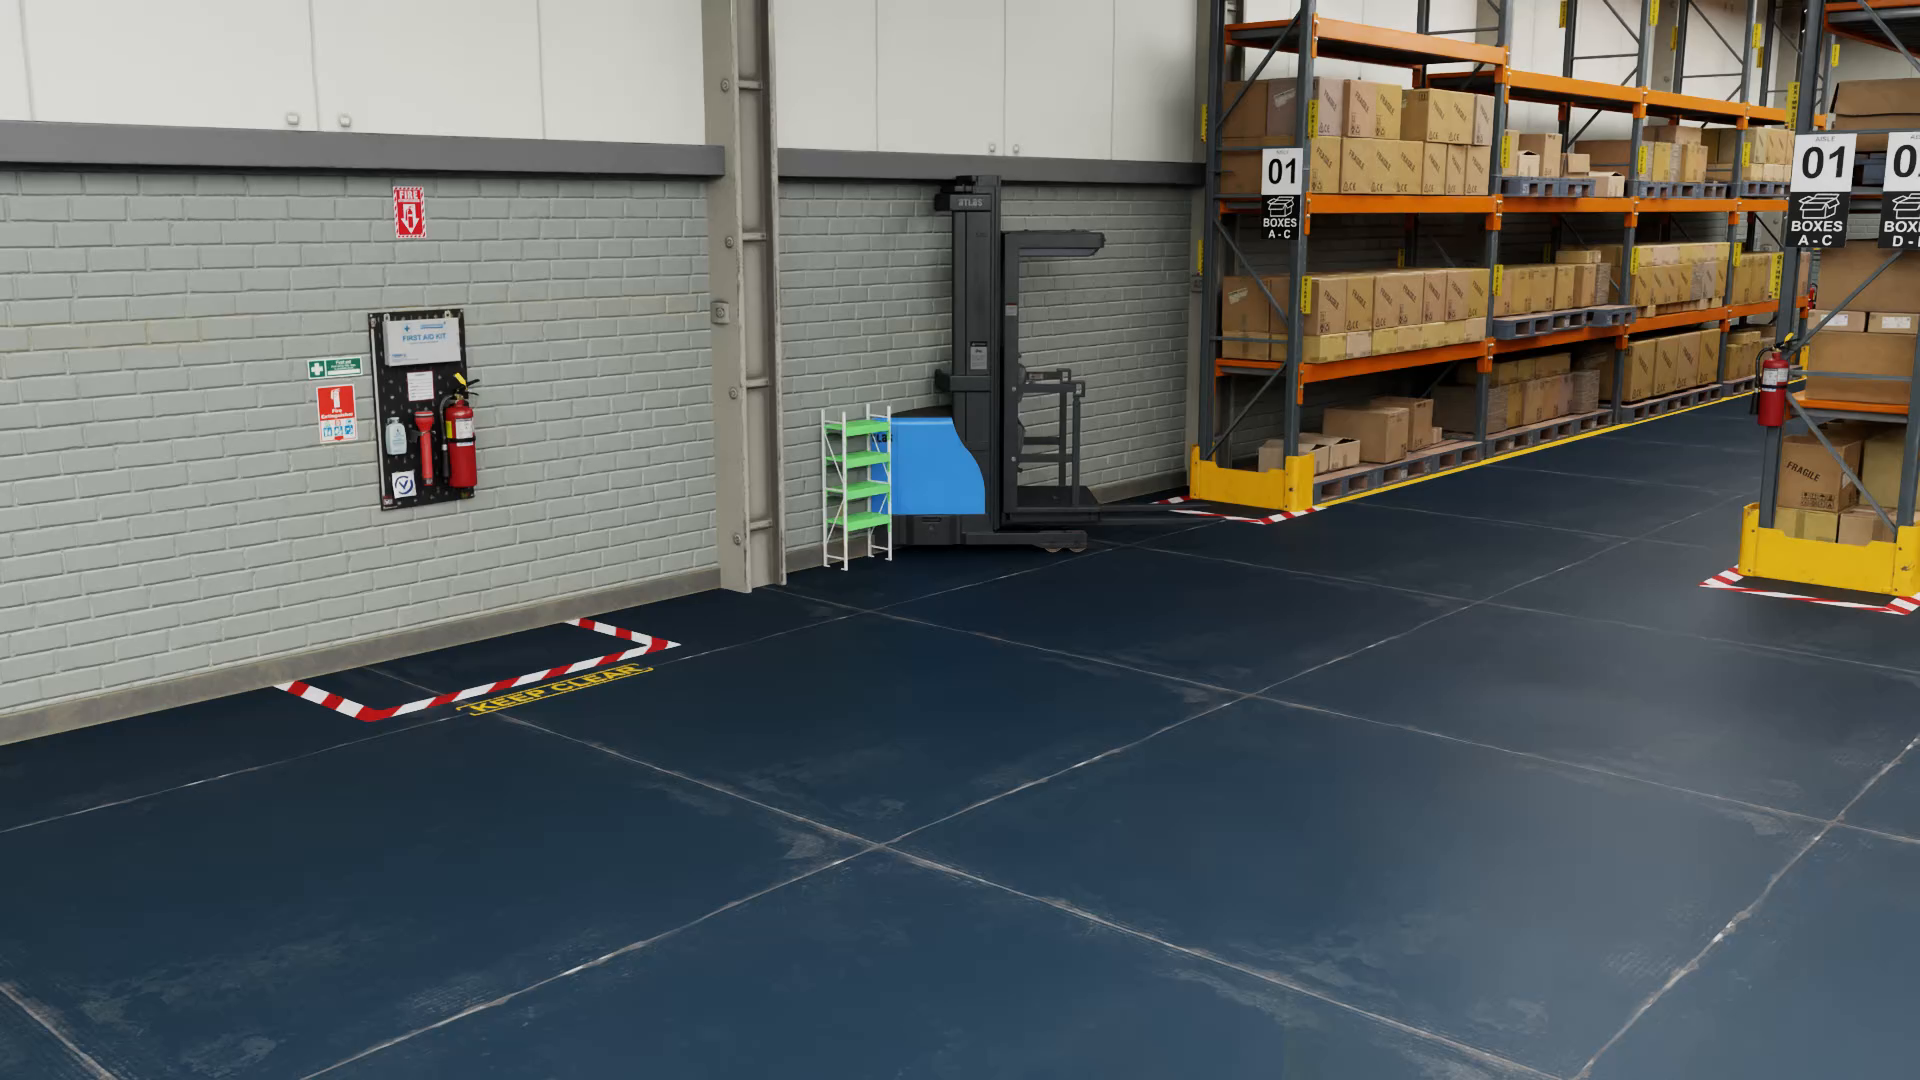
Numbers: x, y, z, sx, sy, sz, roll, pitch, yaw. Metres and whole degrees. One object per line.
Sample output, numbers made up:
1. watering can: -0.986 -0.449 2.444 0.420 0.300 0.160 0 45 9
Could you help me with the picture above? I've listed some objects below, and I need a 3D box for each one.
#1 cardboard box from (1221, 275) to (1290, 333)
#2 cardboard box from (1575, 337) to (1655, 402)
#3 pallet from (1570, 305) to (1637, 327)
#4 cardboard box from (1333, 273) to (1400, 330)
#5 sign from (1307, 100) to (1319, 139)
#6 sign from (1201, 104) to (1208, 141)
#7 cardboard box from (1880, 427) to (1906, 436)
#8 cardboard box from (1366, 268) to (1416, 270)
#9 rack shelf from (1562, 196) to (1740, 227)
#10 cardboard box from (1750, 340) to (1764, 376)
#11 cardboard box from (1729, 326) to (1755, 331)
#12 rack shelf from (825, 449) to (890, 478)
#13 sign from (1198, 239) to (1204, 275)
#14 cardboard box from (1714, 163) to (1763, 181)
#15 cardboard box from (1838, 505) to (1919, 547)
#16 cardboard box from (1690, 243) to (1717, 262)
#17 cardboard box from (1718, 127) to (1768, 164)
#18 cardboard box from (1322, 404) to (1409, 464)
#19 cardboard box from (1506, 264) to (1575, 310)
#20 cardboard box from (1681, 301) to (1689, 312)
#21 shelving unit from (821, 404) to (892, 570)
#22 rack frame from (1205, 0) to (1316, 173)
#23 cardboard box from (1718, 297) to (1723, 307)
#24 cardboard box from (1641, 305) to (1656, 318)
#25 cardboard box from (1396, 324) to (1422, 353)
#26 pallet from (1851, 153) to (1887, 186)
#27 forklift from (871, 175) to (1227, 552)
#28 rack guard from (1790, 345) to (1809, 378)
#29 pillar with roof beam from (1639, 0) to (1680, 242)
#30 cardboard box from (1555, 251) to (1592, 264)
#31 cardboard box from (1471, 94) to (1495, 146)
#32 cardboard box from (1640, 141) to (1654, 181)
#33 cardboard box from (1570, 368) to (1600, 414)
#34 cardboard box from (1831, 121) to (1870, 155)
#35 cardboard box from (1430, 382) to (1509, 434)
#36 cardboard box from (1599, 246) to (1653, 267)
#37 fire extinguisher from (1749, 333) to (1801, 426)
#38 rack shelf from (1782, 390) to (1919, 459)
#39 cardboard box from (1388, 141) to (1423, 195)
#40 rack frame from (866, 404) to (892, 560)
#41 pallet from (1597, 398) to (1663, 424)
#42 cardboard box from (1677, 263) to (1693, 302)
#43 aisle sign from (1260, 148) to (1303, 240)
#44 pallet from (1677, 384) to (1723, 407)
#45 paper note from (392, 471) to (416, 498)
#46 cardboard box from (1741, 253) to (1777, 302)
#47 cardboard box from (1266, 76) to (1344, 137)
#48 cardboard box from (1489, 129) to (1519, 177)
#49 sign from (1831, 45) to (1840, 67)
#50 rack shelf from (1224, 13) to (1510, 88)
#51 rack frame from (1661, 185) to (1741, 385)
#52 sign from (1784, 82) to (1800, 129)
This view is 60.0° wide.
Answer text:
1. cardboard box: 2.795 -2.211 15.538 0.500 0.500 0.500 10 15 40
2. cardboard box: 8.508 -2.230 21.633 0.750 0.750 0.750 10 15 40
3. pallet: 7.534 -2.774 20.431 1.213 0.211 1.003 10 15 40
4. cardboard box: 3.864 -2.292 15.944 0.500 0.500 0.500 9 14 39
5. sign: 3.051 -3.639 14.383 0.100 0.325 0.005 10 15 40
6. sign: 2.240 -3.790 15.107 0.100 0.325 0.005 10 15 40
7. cardboard box: 7.537 -0.594 13.062 0.500 0.500 0.500 10 15 40
8. cardboard box: 4.473 -2.584 17.410 0.500 0.500 0.500 10 15 40
9. rack shelf: 9.245 -4.399 22.256 1.077 0.370 4.000 10 15 40
10. cardboard box: 11.810 -2.801 25.386 0.700 0.500 0.500 10 15 42
11. cardboard box: 12.251 -3.279 26.123 0.380 0.149 0.250 10 15 41
12. rack shelf: -0.787 -0.584 12.672 0.258 0.148 0.480 10 15 40
13. sign: 2.240 -2.607 15.343 0.100 0.325 0.005 10 15 40
14. cardboard box: 11.219 -5.295 23.961 0.500 0.250 0.500 10 15 40
15. cardboard box: 6.888 -0.078 12.389 0.500 0.250 0.500 10 15 40
16. cardboard box: 10.104 -3.972 22.959 0.500 0.250 0.500 10 15 42
17. cardboard box: 11.246 -5.664 23.893 0.500 0.500 0.500 10 15 40
18. cardboard box: 4.066 -1.075 16.695 0.700 0.500 0.500 9 14 37
19. cardboard box: 6.816 -2.995 19.669 0.700 0.500 0.500 10 15 40
20. cardboard box: 9.683 -3.194 22.636 0.380 0.149 0.250 9 15 39
21. shelving unit: -0.787 -0.411 12.706 0.258 1.200 0.503 10 15 40
22. rack frame: 2.644 -4.752 14.526 1.000 3.000 0.127 10 15 40
23. cardboard box: 10.554 -3.376 23.543 0.380 0.149 0.250 10 15 41
24. cardboard box: 8.728 -2.956 21.443 0.380 0.149 0.250 10 15 42
25. cardboard box: 4.212 -2.003 16.414 0.500 0.250 0.500 10 15 41
26. pallet: 6.853 -2.698 12.129 1.003 0.211 1.213 10 15 40
27. forklift: 0.628 -1.443 13.452 3.031 2.935 1.130 -1 11 -3
28. rack guard: 13.221 -2.941 27.162 1.175 0.500 0.348 10 15 40
29. pillar with roof beam: 13.611 -6.175 21.654 9.100 9.000 0.400 10 15 40
30. cardboard box: 7.518 -3.466 20.370 0.380 0.149 0.250 7 13 31
31. cardboard box: 5.157 -4.310 17.112 0.500 0.500 0.500 8 14 36
32. cardboard box: 8.512 -4.886 21.479 0.700 0.500 0.500 9 14 37
33. cardboard box: 7.488 -1.864 20.644 0.700 0.500 0.500 10 15 41
34. cardboard box: 6.929 -3.045 12.595 0.500 0.250 0.500 10 15 40
35. cardboard box: 5.757 -1.499 18.815 0.700 0.500 0.500 10 15 42
36. cardboard box: 8.437 -3.597 21.081 0.500 0.250 0.500 10 15 42
37. fire extinguisher: 5.940 -1.175 12.131 0.296 0.674 0.183 10 15 40
38. rack shelf: 7.687 -1.111 13.453 1.077 0.370 4.000 10 15 40
39. cardboard box: 4.111 -3.589 16.059 0.500 0.500 0.500 11 16 44
40. rack frame: -0.627 -0.447 12.887 0.240 1.200 0.015 10 15 40
41. pallet: 8.501 -1.726 21.812 1.003 0.211 1.213 10 15 40
42. cardboard box: 9.456 -3.456 22.291 0.500 0.500 0.500 10 15 42
43. aisle sign: 2.821 -3.035 14.612 0.394 0.787 0.004 10 15 40
44. pallet: 10.112 -2.085 23.609 1.003 0.211 1.213 10 15 40
45. paper note: -3.333 -0.334 9.974 0.016 0.148 0.142 10 15 40
46. cardboard box: 11.894 -4.015 25.389 0.980 0.700 0.700 9 14 38
47. cardboard box: 3.080 -3.855 14.837 0.500 0.500 0.500 8 14 36
48. cardboard box: 5.705 -4.194 18.066 0.500 0.500 0.500 -9 15 -39
49. sign: 13.604 -7.530 25.851 0.100 0.325 0.005 10 15 40
50. rack shelf: 3.964 -4.691 16.070 1.077 0.370 4.000 10 15 40
51. rack frame: 10.565 -3.575 23.953 1.000 3.000 0.127 10 15 40
52. sign: 5.969 -3.108 11.898 0.100 0.325 0.005 10 15 40
